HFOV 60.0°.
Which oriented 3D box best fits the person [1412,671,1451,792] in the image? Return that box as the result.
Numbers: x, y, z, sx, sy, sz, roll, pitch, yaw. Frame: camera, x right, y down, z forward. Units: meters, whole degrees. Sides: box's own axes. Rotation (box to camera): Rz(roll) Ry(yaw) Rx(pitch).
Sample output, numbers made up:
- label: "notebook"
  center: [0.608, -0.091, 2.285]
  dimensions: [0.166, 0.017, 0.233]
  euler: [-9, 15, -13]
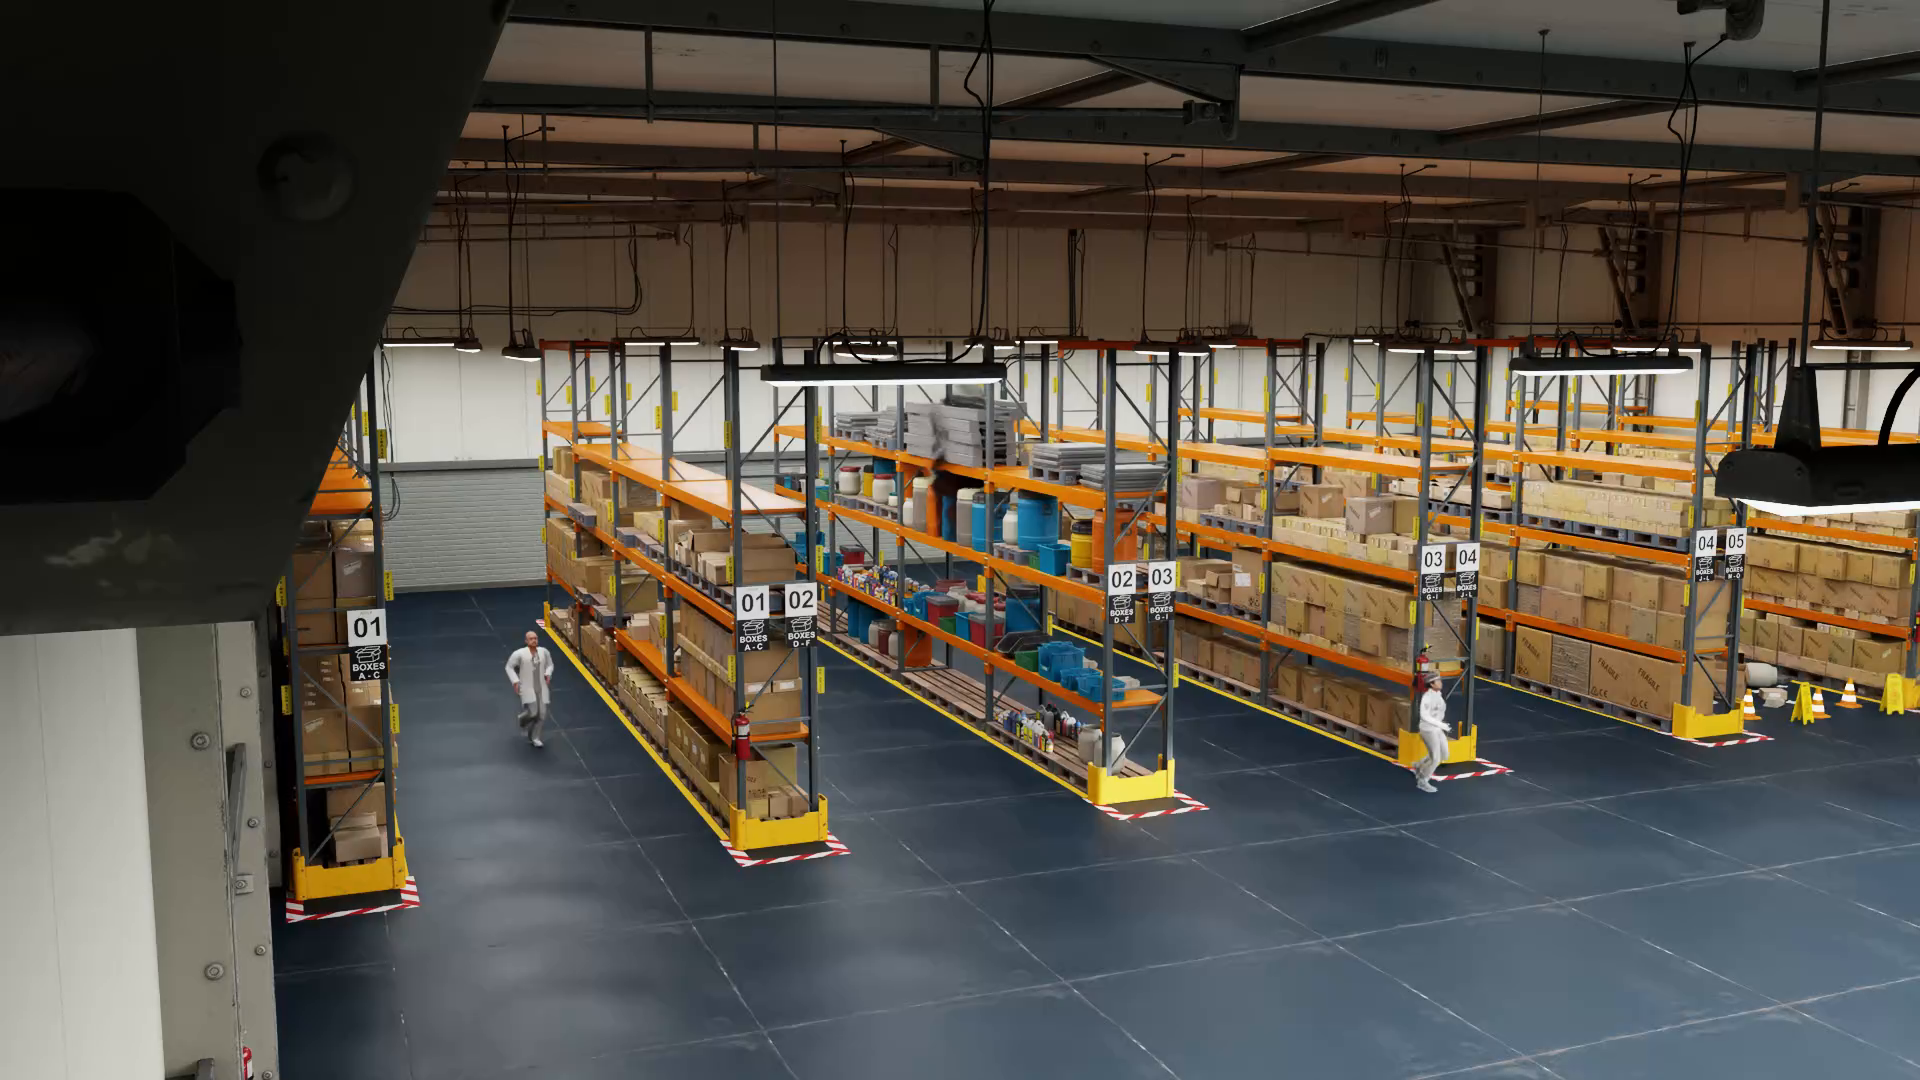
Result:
- label: "person"
  center: [6.426, 2.584, 22.612]
  dimensions: [0.560, 1.663, 0.640]
  euler: [5, 9, 31]

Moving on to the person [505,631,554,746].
- label: "person"
  center: [-6.402, 2.277, 24.971]
  dimensions: [0.707, 1.650, 0.633]
  euler: [-6, 9, -37]
